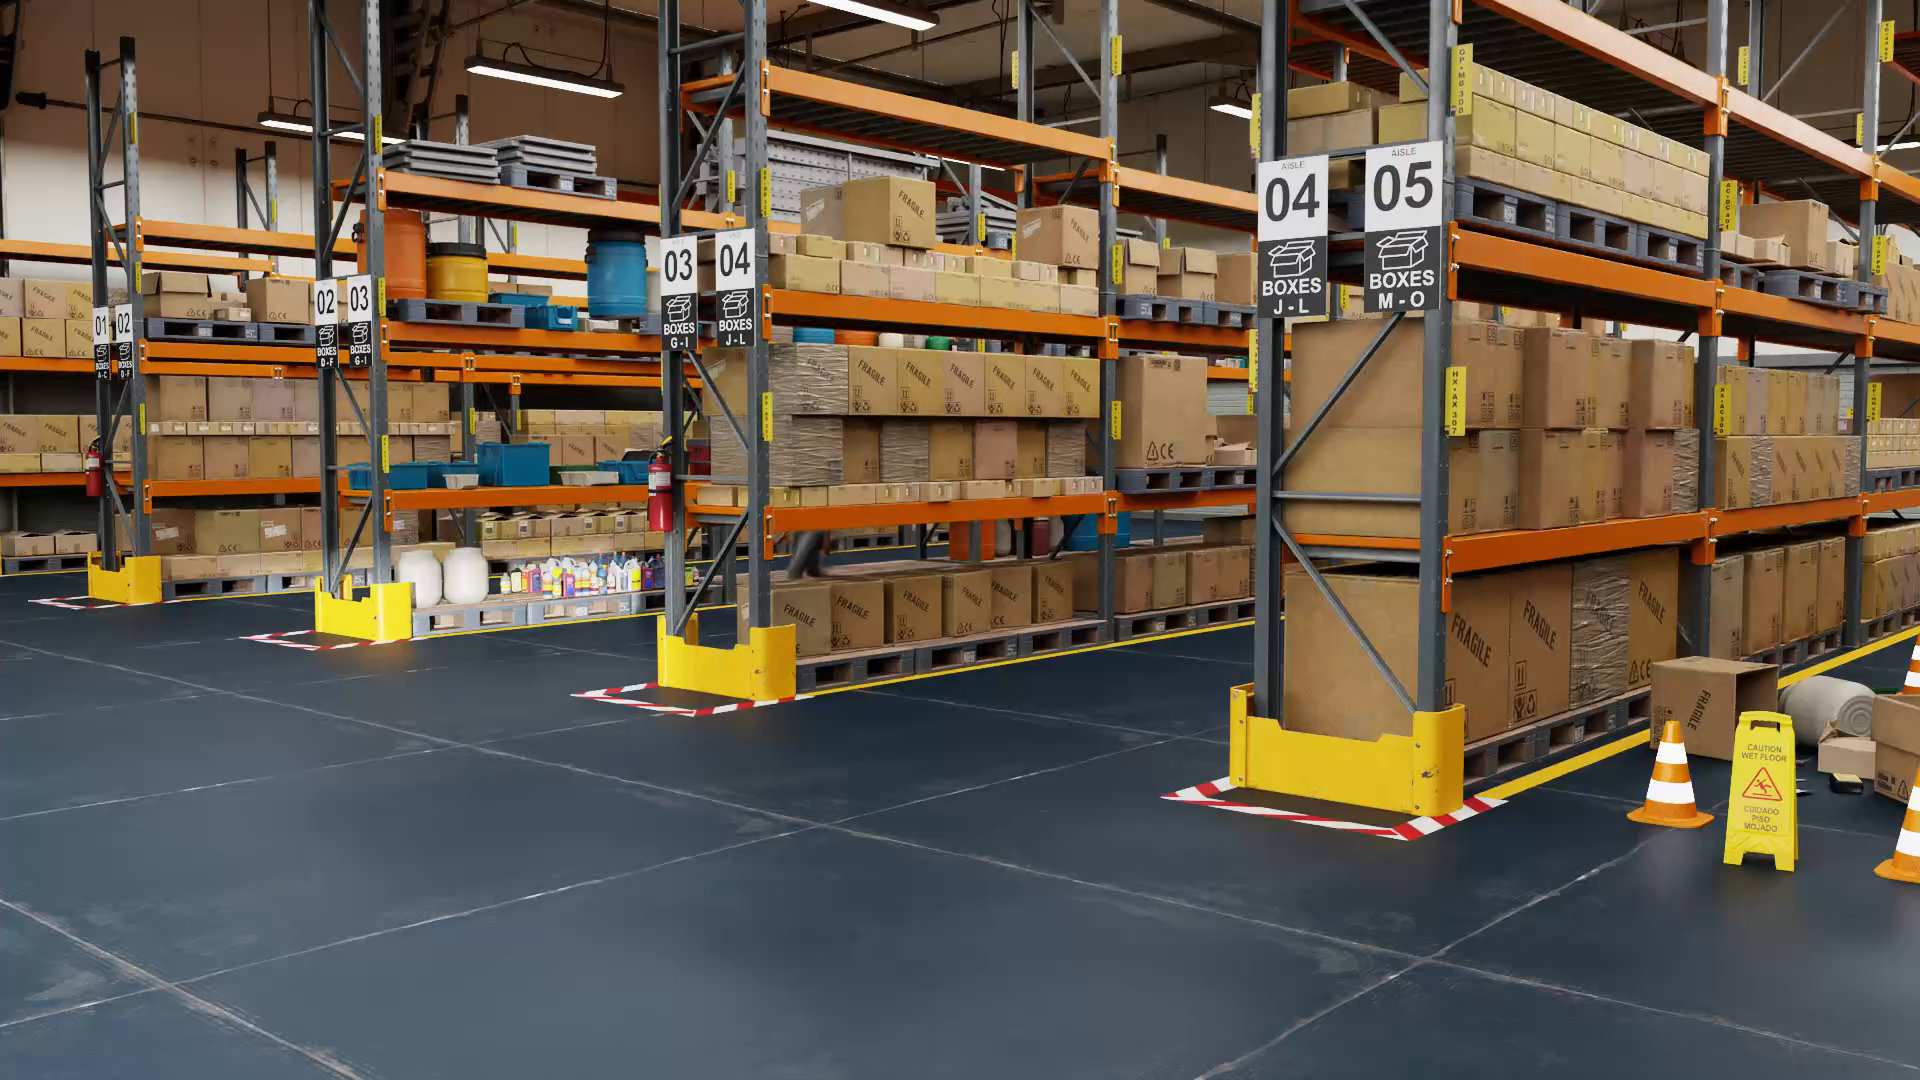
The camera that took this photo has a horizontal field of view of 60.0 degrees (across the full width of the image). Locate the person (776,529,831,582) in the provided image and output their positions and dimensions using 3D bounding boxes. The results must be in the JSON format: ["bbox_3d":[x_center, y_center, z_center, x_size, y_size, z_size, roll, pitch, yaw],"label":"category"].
[{"bbox_3d":[-1.484,-0.038,16.064,1.020,1.599,0.445,-3,5,-37],"label":"person"}]
